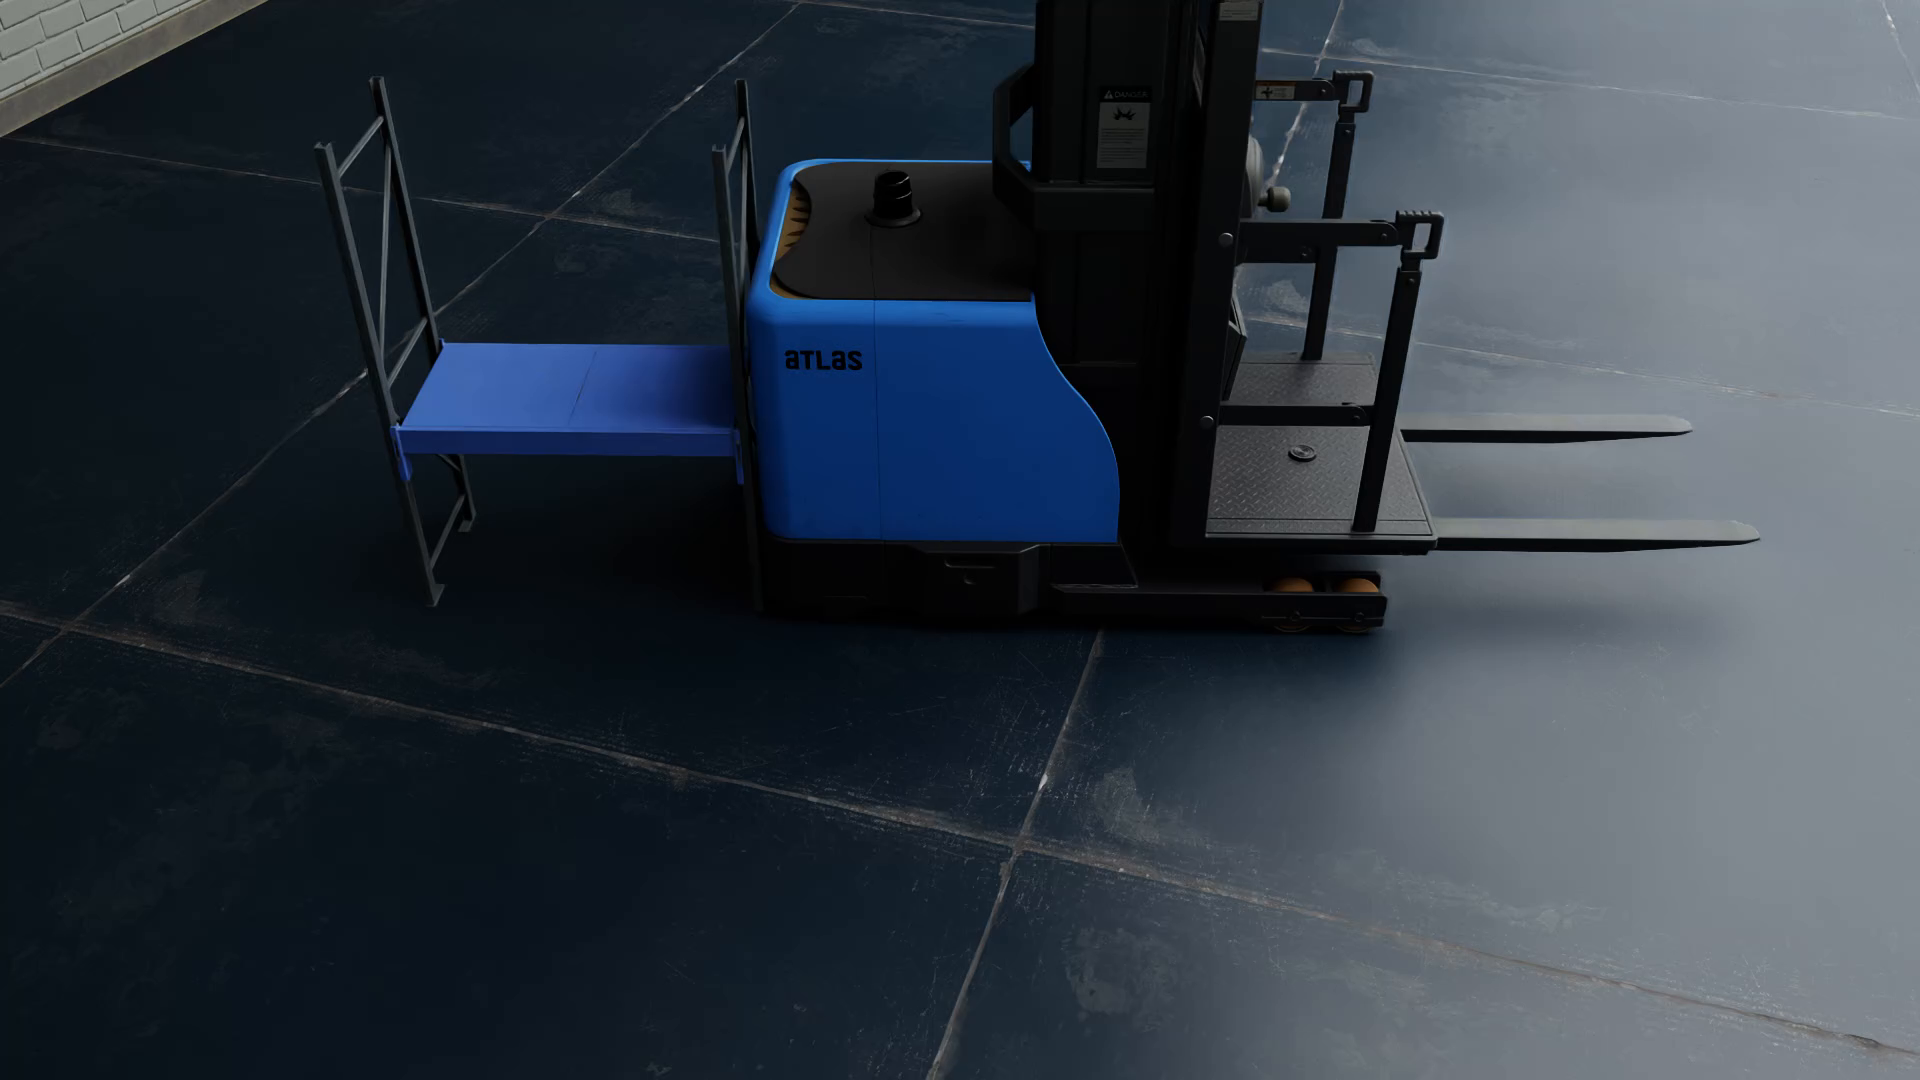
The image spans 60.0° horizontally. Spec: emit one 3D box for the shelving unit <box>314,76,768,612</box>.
[{"bbox_3d":[-1.121,-0.537,4.878,1.048,1.500,0.538,1,36,1],"label":"shelving unit"}]

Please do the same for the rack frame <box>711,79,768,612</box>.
[{"bbox_3d":[-0.613,-0.532,4.871,0.032,1.500,0.500,1,36,1],"label":"rack frame"}]

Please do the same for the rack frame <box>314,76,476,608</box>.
[{"bbox_3d":[-1.629,-0.543,4.885,0.032,1.500,0.500,1,36,1],"label":"rack frame"}]

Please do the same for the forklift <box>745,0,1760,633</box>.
[{"bbox_3d":[0.922,-1.219,4.597,3.031,2.935,1.130,1,36,1],"label":"forklift"}]

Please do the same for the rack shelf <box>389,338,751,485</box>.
[{"bbox_3d":[-1.121,-0.392,4.985,1.000,0.185,0.538,1,36,1],"label":"rack shelf"}]
